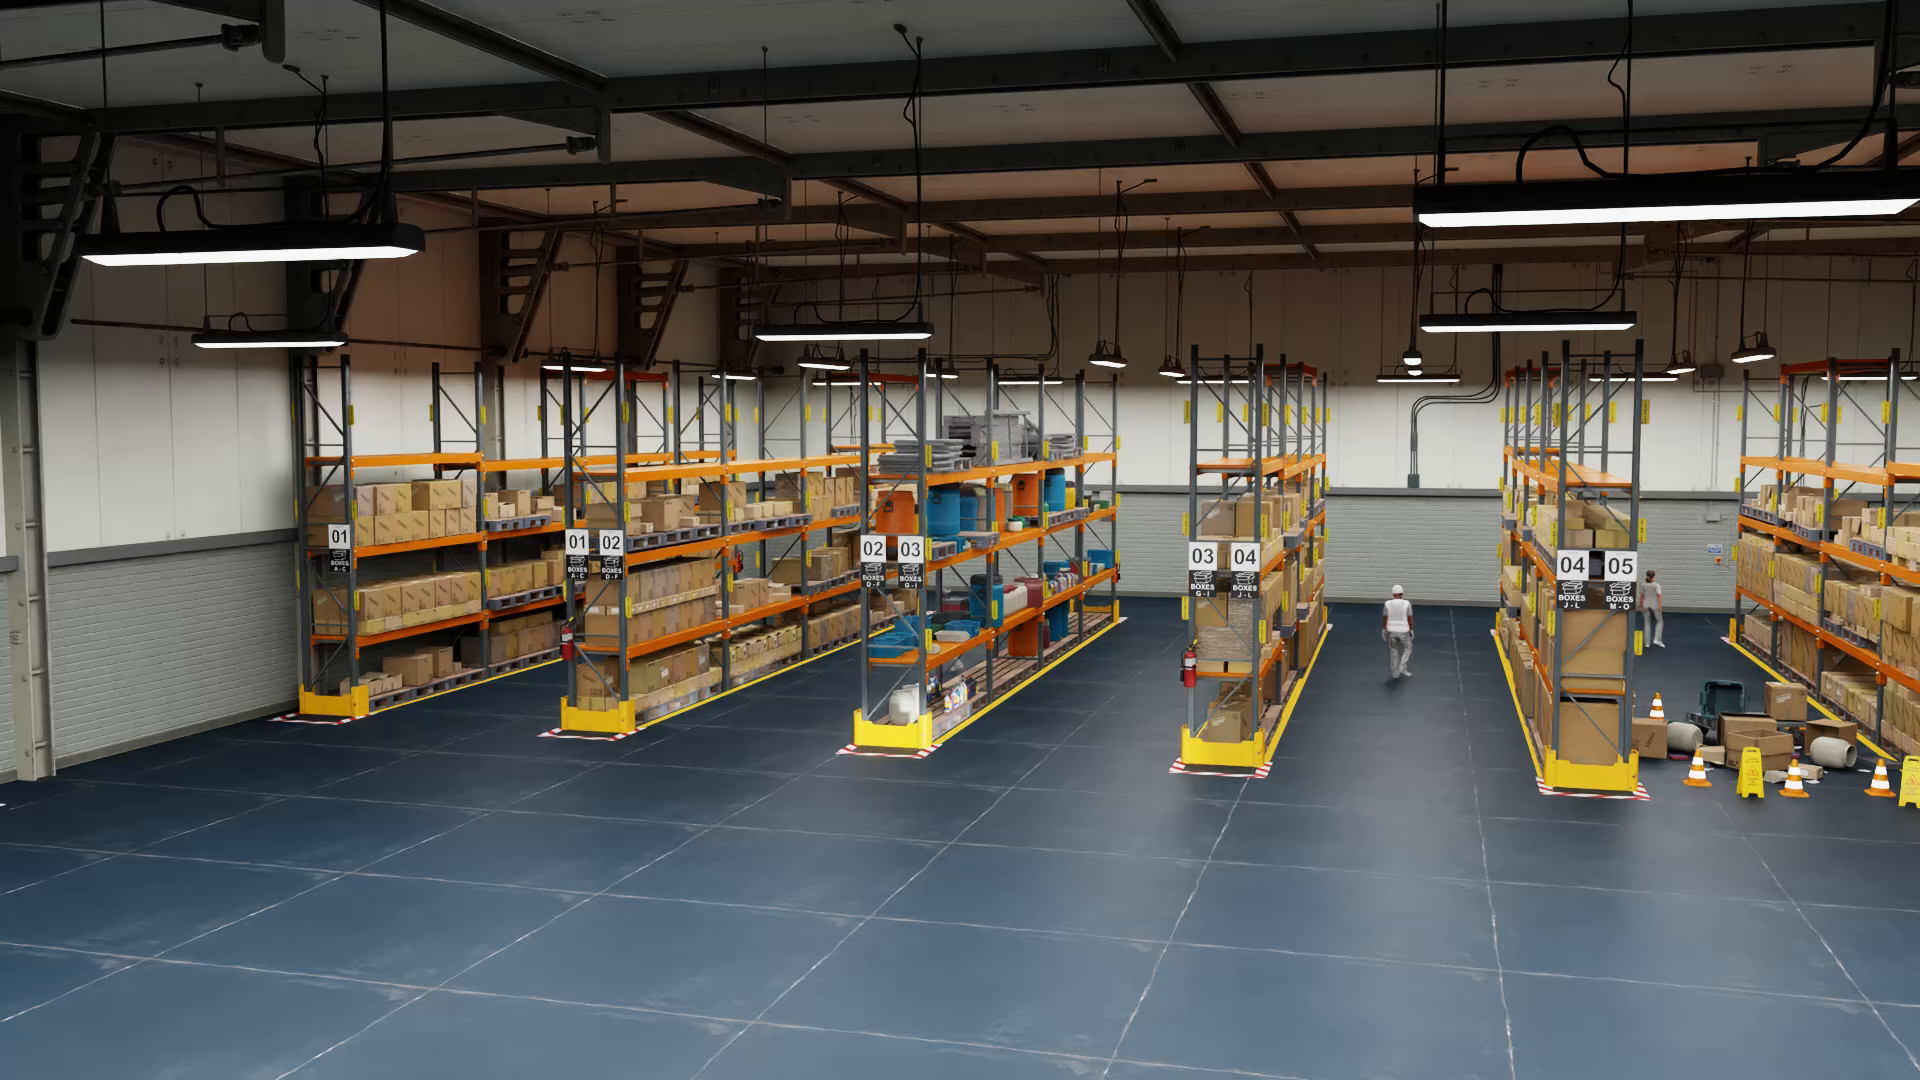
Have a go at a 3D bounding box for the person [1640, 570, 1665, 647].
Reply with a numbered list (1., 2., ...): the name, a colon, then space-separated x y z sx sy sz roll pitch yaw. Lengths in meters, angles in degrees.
1. person: 14.895 1.478 35.776 0.543 1.662 0.462 3 5 33

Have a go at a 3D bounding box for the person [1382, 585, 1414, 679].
1. person: 8.329 1.748 31.636 0.586 1.784 0.535 2 5 21

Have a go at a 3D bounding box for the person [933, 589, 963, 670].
1. person: -0.358 1.756 32.617 0.482 1.585 1.045 -4 6 -43
